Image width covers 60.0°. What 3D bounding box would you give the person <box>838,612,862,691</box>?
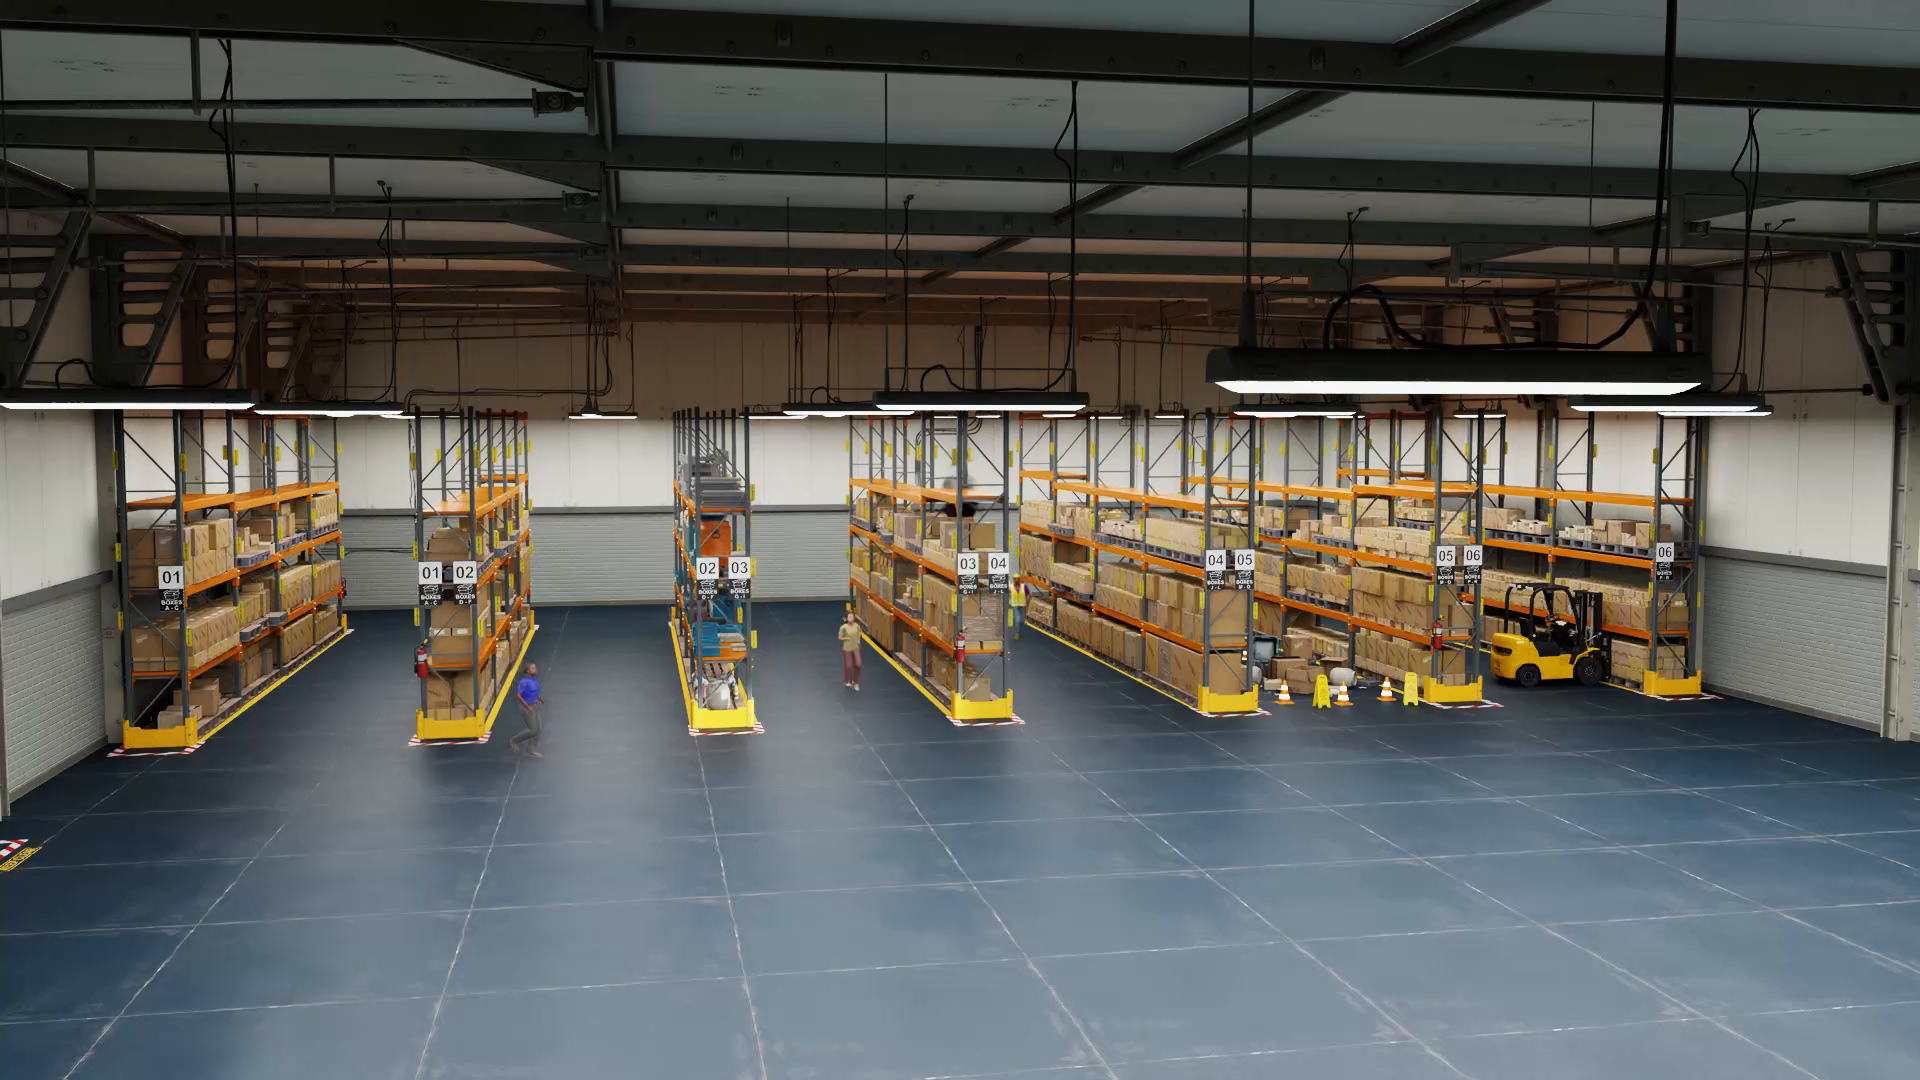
[{"bbox_3d":[-2.333,2.376,35.467,0.556,1.710,0.711,-1,4,-19],"label":"person"}]

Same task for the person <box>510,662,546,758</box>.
[{"bbox_3d":[-7.396,2.905,28.440,0.556,1.618,0.597,1,4,12],"label":"person"}]

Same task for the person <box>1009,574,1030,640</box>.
[{"bbox_3d":[1.513,1.751,43.845,0.693,1.731,0.561,-1,4,-7],"label":"person"}]
